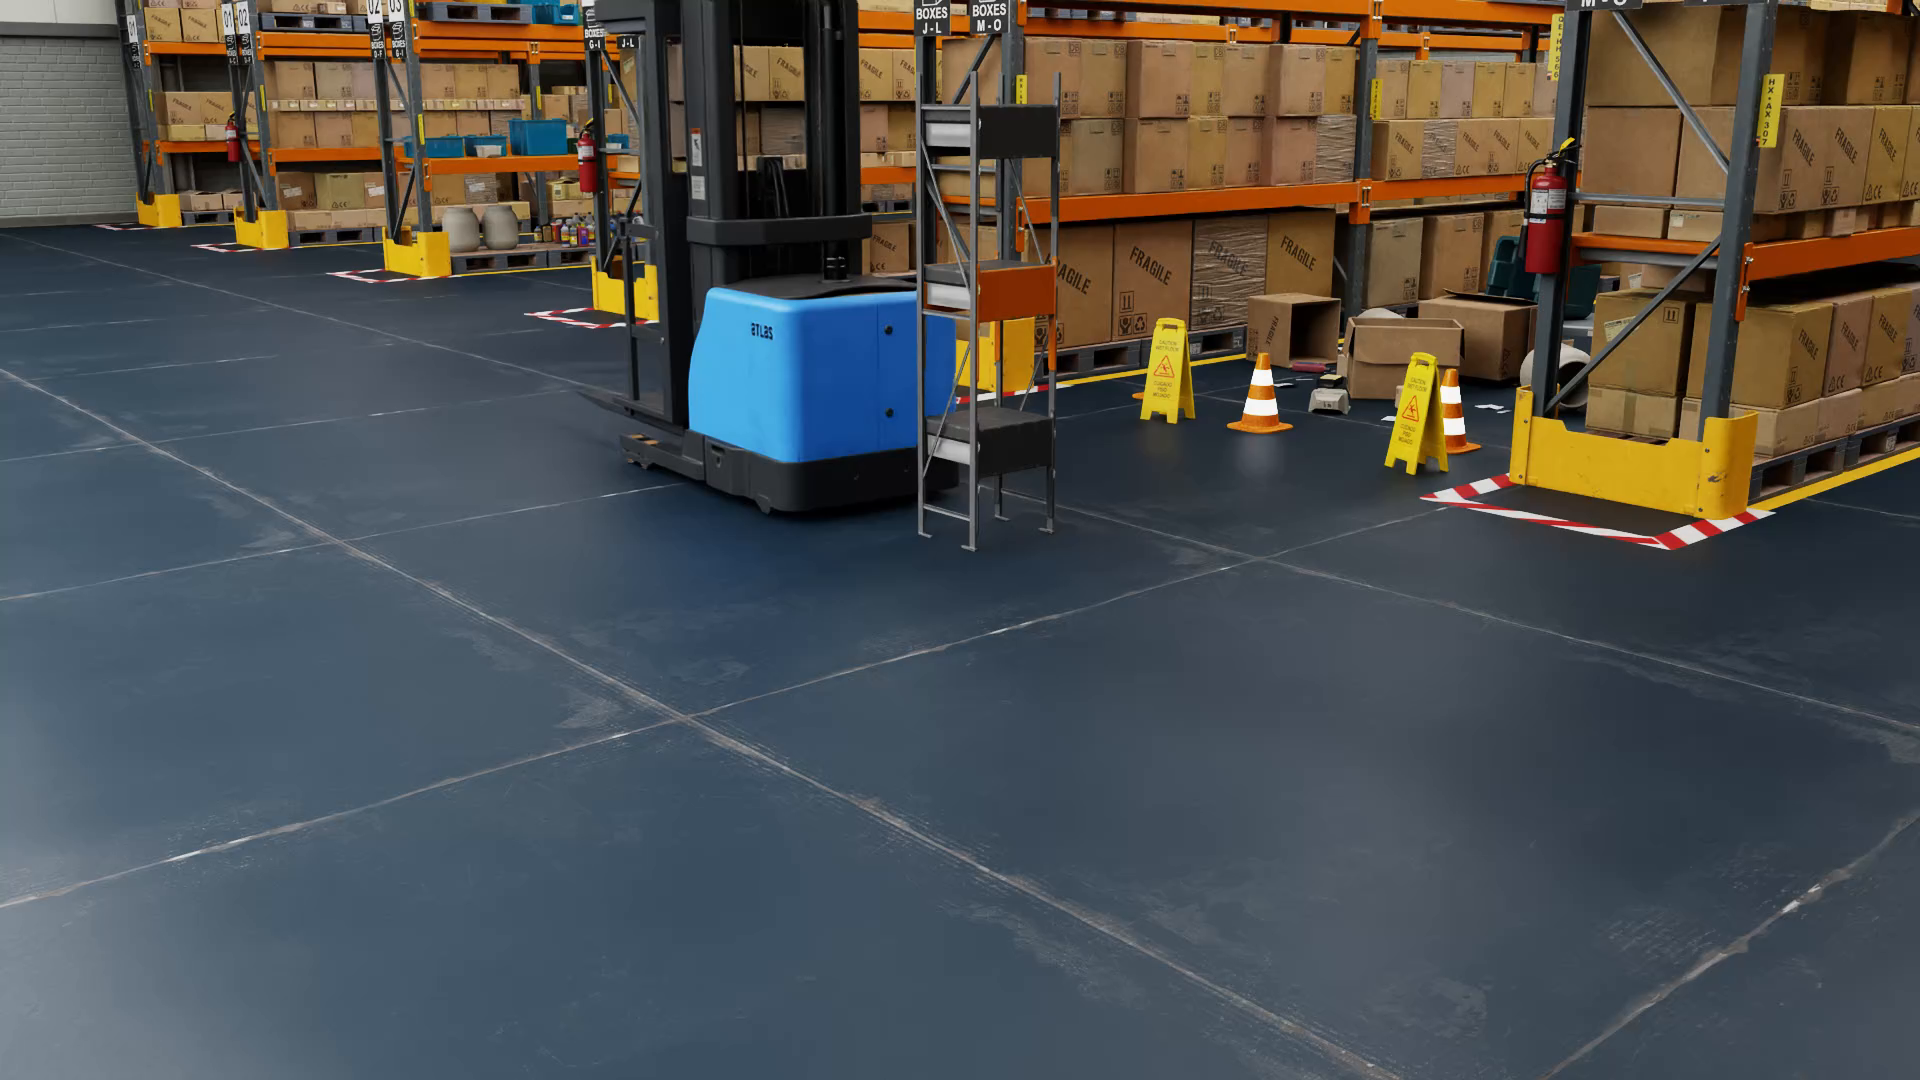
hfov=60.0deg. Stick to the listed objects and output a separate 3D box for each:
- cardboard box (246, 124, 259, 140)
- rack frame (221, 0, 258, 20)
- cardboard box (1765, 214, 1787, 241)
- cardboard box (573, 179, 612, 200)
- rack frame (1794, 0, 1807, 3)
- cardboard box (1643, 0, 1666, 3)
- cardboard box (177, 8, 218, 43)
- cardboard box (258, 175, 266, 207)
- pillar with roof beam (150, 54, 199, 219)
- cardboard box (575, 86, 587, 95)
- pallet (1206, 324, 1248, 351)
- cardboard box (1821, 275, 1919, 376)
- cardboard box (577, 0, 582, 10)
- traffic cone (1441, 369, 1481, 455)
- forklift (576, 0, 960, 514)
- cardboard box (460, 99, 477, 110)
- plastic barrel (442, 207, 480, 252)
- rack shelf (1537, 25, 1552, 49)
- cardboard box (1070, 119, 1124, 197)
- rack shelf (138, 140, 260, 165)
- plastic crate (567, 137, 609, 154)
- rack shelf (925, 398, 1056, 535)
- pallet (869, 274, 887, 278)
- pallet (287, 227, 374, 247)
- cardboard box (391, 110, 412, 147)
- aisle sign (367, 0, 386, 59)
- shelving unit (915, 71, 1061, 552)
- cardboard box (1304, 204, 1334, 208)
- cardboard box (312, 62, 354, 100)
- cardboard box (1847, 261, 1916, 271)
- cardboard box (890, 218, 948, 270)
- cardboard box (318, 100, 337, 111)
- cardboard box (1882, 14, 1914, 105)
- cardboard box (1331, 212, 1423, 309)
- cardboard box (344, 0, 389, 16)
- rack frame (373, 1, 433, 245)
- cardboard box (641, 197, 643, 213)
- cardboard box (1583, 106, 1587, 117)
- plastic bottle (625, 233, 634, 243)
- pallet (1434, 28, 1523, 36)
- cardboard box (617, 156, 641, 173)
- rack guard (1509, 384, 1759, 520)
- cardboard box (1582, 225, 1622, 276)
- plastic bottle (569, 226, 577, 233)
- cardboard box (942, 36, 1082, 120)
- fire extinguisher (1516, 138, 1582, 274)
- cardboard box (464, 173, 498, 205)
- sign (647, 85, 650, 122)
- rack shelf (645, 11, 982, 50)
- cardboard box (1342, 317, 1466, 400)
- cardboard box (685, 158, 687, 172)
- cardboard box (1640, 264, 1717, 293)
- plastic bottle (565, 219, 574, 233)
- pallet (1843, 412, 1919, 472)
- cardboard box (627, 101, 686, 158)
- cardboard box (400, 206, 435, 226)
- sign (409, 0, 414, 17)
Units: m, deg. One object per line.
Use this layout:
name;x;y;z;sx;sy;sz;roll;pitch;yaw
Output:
cardboard box;-11.533;-6.625;26.992;0.500;0.250;0.500;-13;20;-40
rack frame;-9.626;-8.426;21.856;0.127;3.000;1.000;-13;19;-39
cardboard box;3.953;-1.610;8.453;0.250;0.149;0.380;-12;19;-39
cardboard box;-5.752;-5.456;25.790;0.500;0.311;0.500;-13;20;-40
rack frame;9.107;-7.547;18.566;0.127;3.000;1.000;-13;19;-39
cardboard box;6.695;-5.513;16.571;0.500;0.500;0.500;-13;19;-39
cardboard box;-12.035;-8.090;26.181;0.500;0.500;0.500;-11;19;-36
cardboard box;-11.283;-5.807;27.668;0.500;0.500;0.700;-14;21;-43
pillar with roof beam;-10.094;-8.838;23.401;0.400;9.000;9.100;-13;19;-39
cardboard box;-7.086;-8.356;30.918;0.380;0.149;0.250;13;20;40
pallet;2.447;-1.832;14.201;1.213;0.211;1.003;-13;19;-39
cardboard box;5.360;-1.258;9.707;0.500;0.500;0.500;-11;19;-36
cardboard box;-5.702;-8.345;25.389;0.500;0.500;0.500;-10;18;-34
traffic cone;2.857;-0.767;9.726;0.334;0.463;0.336;-13;19;-39
forklift;-1.259;-1.868;9.062;1.130;2.935;3.031;-10;18;-34
cardboard box;-7.254;-6.348;24.252;0.250;0.149;0.380;-13;20;-39
plastic barrel;-5.930;-3.690;19.758;0.421;0.512;0.421;0;15;0
rack shelf;7.598;-5.411;17.777;4.000;0.370;1.077;-13;19;-39
cardboard box;0.705;-2.857;12.343;0.550;0.550;0.875;-13;19;-39
rack shelf;-11.371;-6.482;27.600;4.000;0.370;1.077;-13;19;-39
plastic crate;-4.569;-4.963;20.927;0.662;0.188;0.450;-13;19;-39
rack shelf;0.125;-0.353;7.768;0.480;0.518;0.431;-13;19;-39
pallet;-1.512;-2.600;17.076;1.213;0.211;1.003;-13;19;-39
pallet;-9.076;-4.318;23.506;1.213;0.211;1.003;-13;19;-39
cardboard box;-8.099;-5.915;23.888;0.500;0.500;0.700;-12;19;-38
aisle sign;-6.626;-5.864;18.854;0.004;0.787;0.394;-13;19;-39
shelving unit;0.125;-1.042;7.584;0.503;2.100;0.431;-13;19;-39
cardboard box;4.121;-4.392;21.684;0.875;0.875;1.225;-13;19;-39
cardboard box;-8.832;-6.378;23.108;0.500;0.500;0.700;-13;20;-41
cardboard box;5.775;-1.536;10.749;0.500;0.500;0.500;-12;19;-37
cardboard box;-0.436;-3.211;17.989;0.500;0.500;0.500;-13;20;-41
cardboard box;-8.802;-6.001;22.953;0.250;0.149;0.380;-13;19;-39
cardboard box;5.127;-2.827;9.814;0.500;0.500;0.700;-13;20;-41
cardboard box;3.481;-2.532;14.961;0.750;0.750;1.050;-13;20;-40
cardboard box;-8.193;-7.524;23.012;0.500;0.500;0.500;-13;19;-39
rack frame;-6.377;-4.562;19.018;0.127;3.000;1.000;-13;19;-39
cardboard box;-4.981;-5.360;26.519;0.500;0.250;0.500;-12;19;-38
cardboard box;5.744;-4.428;16.383;0.500;0.500;0.700;-13;20;-40
plastic bottle;-4.170;-3.858;20.804;0.135;0.276;0.152;-12;19;-38
pallet;7.471;-7.380;23.924;1.213;0.211;1.003;-13;19;-39
cardboard box;-3.046;-3.565;15.772;0.250;0.149;0.380;-13;19;-39
rack guard;3.437;-0.474;8.556;0.348;0.500;1.175;-13;19;-39
cardboard box;6.790;-3.036;17.334;0.500;0.500;0.500;-14;20;-42
plastic bottle;-4.870;-3.859;20.956;0.097;0.201;0.097;0;15;0
cardboard box;0.360;-3.265;11.778;0.550;0.550;0.875;-13;19;-39
fire extinguisher;2.991;-1.702;8.459;0.183;0.674;0.296;-13;19;-39
cardboard box;-7.199;-5.238;24.609;0.500;0.500;0.500;-13;19;-39
sign;-2.769;-3.911;14.901;0.005;0.325;0.100;-13;19;-39
rack shelf;-1.617;-5.039;16.382;4.000;0.370;1.077;-13;19;-39
cardboard box;3.043;-1.253;11.467;0.797;0.503;0.637;2;15;9
cardboard box;-2.553;-3.517;15.592;0.250;0.149;0.380;-13;19;-39
cardboard box;4.046;-1.481;9.286;0.250;0.149;0.380;-12;19;-38
plastic bottle;-4.966;-3.916;21.025;0.135;0.276;0.152;-13;20;-41
pallet;4.993;-0.671;9.853;1.213;0.211;1.003;-13;19;-39
cardboard box;-2.693;-3.878;15.686;0.500;0.500;0.875;-13;19;-39
cardboard box;-7.942;-4.703;24.059;0.500;0.250;0.500;-13;19;-39
sign;-6.019;-5.908;18.226;0.005;0.325;0.100;-13;19;-39
